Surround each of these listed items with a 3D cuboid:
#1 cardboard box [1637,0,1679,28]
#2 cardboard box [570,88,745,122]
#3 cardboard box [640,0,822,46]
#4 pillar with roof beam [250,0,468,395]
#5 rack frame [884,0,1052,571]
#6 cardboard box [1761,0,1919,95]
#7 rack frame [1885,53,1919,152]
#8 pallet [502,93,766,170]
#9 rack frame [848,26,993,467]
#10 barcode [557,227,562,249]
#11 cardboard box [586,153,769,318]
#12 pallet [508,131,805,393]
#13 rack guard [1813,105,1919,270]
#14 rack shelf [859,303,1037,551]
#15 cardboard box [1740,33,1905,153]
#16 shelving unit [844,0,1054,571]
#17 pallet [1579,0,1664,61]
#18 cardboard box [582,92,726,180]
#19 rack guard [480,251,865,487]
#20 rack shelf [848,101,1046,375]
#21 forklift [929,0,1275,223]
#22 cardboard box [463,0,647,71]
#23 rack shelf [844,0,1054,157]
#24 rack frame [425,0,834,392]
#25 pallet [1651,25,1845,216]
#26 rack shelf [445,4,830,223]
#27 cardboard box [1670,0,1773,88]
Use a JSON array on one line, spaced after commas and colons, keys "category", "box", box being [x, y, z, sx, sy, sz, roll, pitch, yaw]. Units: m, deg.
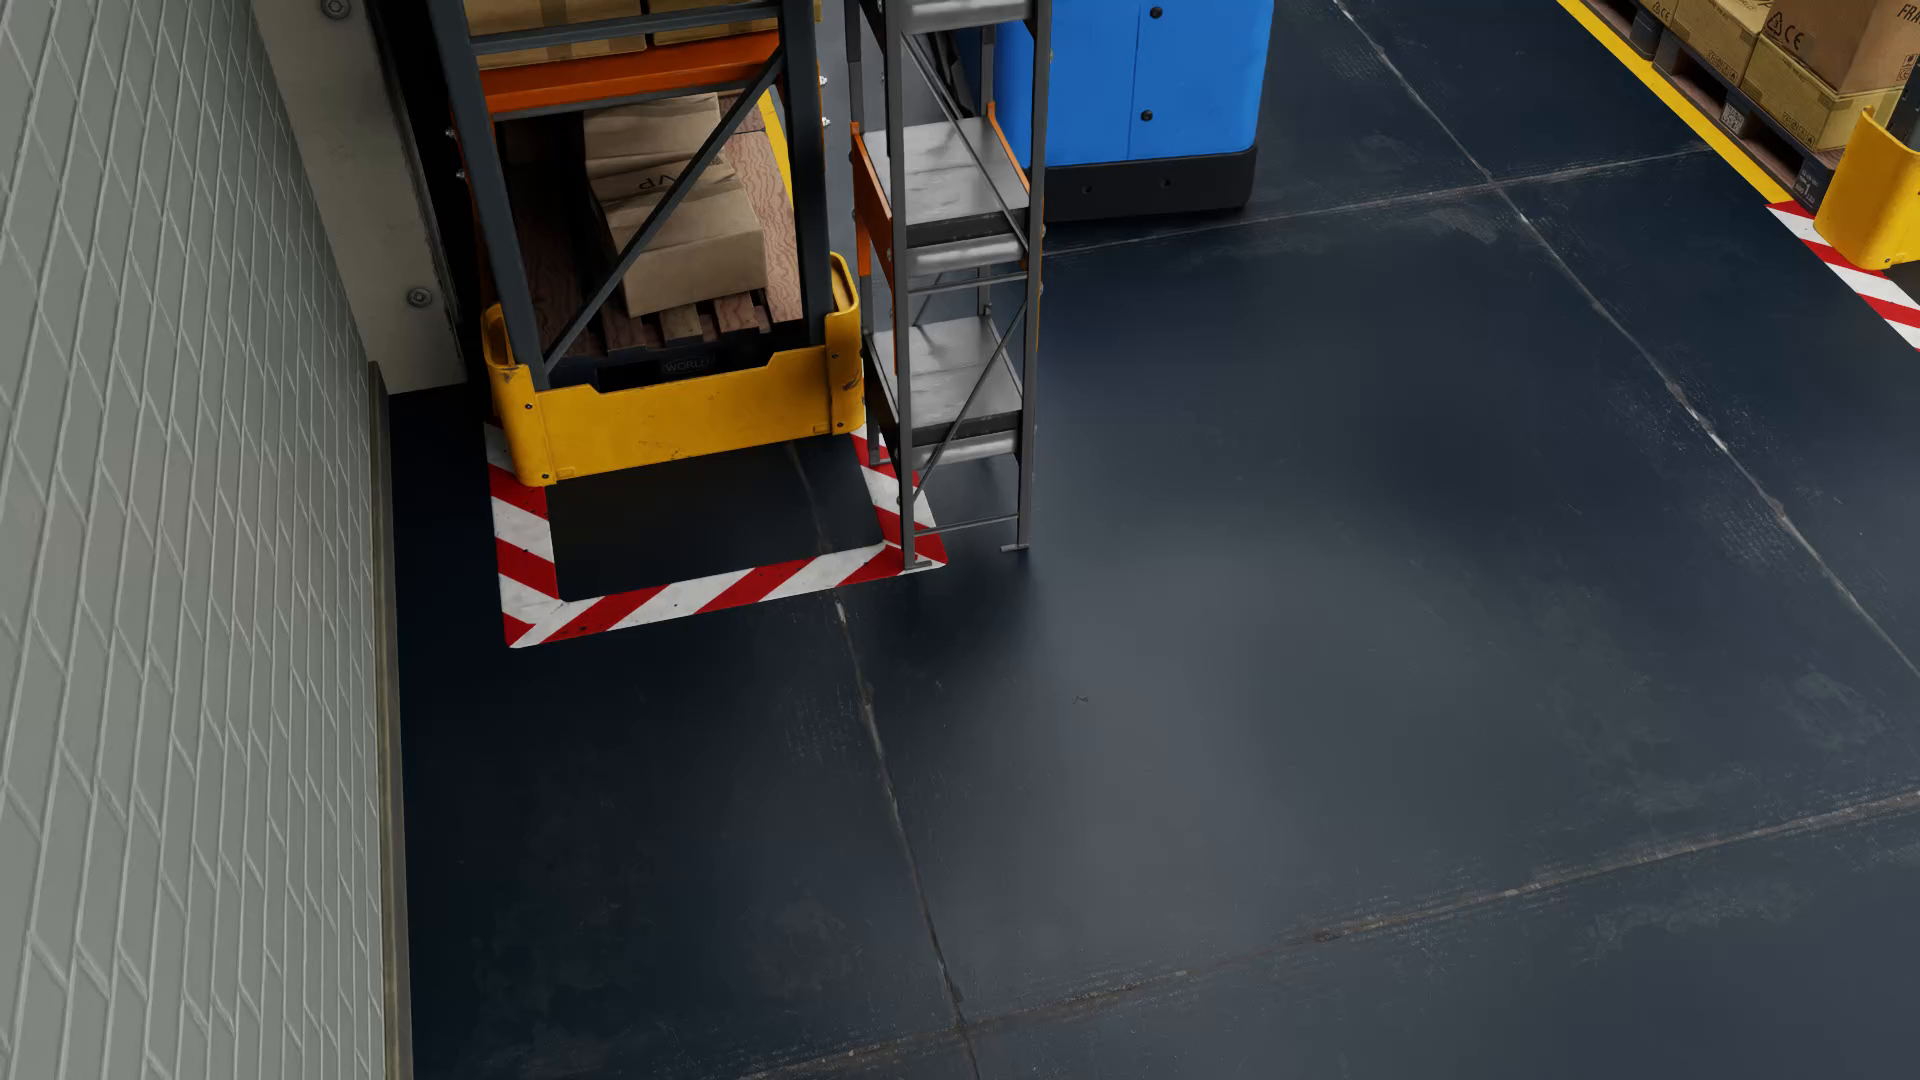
[{"category": "cardboard box", "box": [3.197, -2.482, 7.214, 0.500, 0.250, 0.500, -11, 47, -10]}, {"category": "cardboard box", "box": [-1.274, -2.068, 6.618, 0.700, 0.500, 0.500, -13, 47, -13]}, {"category": "cardboard box", "box": [-0.716, -1.735, 4.941, 0.500, 0.250, 0.500, -12, 47, -11]}, {"category": "pillar with roof beam", "box": [2.248, -4.597, 3.455, 9.100, 9.000, 0.400, -11, 47, -10]}, {"category": "rack frame", "box": [0.020, -0.681, 4.447, 0.400, 2.100, 0.015, -11, 47, -10]}, {"category": "cardboard box", "box": [3.465, -2.056, 6.271, 0.500, 0.500, 0.500, -11, 47, -10]}, {"category": "rack frame", "box": [3.890, -2.294, 5.397, 1.000, 3.000, 0.127, -11, 47, -10]}, {"category": "pallet", "box": [-1.400, -1.870, 6.935, 1.003, 0.211, 1.213, -11, 47, -10]}, {"category": "rack frame", "box": [-0.105, -1.018, 4.777, 0.400, 2.100, 0.015, -11, 47, -10]}, {"category": "barcode", "box": [-1.379, -1.035, 5.732, 0.001, 0.075, 0.075, -11, 47, -10]}, {"category": "cardboard box", "box": [-0.988, -1.092, 5.795, 0.500, 0.311, 0.500, -16, 48, -15]}, {"category": "pallet", "box": [-1.091, -1.029, 6.111, 1.003, 0.211, 1.213, -11, 47, -10]}, {"category": "rack guard", "box": [3.896, -1.402, 6.274, 1.175, 0.500, 0.348, -11, 47, -10]}, {"category": "rack shelf", "box": [-0.042, -0.350, 5.122, 0.431, 0.518, 0.480, -11, 47, -10]}, {"category": "cardboard box", "box": [3.467, -1.794, 6.539, 0.500, 0.250, 0.500, -11, 47, -10]}, {"category": "shelving unit", "box": [-0.042, -0.849, 4.612, 0.431, 2.100, 0.503, -11, 47, -10]}, {"category": "pallet", "box": [3.345, -2.679, 7.727, 1.003, 0.211, 1.213, -11, 47, -10]}, {"category": "cardboard box", "box": [-1.134, -1.486, 6.180, 0.500, 0.311, 0.500, -7, 46, -7]}, {"category": "rack guard", "box": [-0.917, -0.563, 5.451, 1.175, 0.500, 0.348, -11, 47, -10]}, {"category": "rack shelf", "box": [-0.042, -0.840, 4.622, 0.431, 0.518, 0.480, -11, 47, -10]}, {"category": "forklift", "box": [0.418, -3.284, 6.416, 1.130, 2.935, 3.031, -6, 46, -5]}, {"category": "cardboard box", "box": [-1.205, -1.627, 4.835, 0.500, 0.250, 0.500, -10, 46, -10]}, {"category": "rack shelf", "box": [-0.042, -1.330, 4.122, 0.431, 0.518, 0.480, -11, 47, -10]}, {"category": "rack frame", "box": [-0.898, -1.385, 4.507, 1.000, 3.000, 0.127, -11, 47, -10]}, {"category": "pallet", "box": [3.653, -1.838, 6.903, 1.003, 0.211, 1.213, -11, 47, -10]}, {"category": "rack shelf", "box": [-1.410, -2.514, 6.117, 1.077, 0.370, 4.000, -11, 47, -10]}, {"category": "cardboard box", "box": [3.327, -2.137, 6.876, 0.500, 0.250, 0.500, -11, 47, -10]}]
